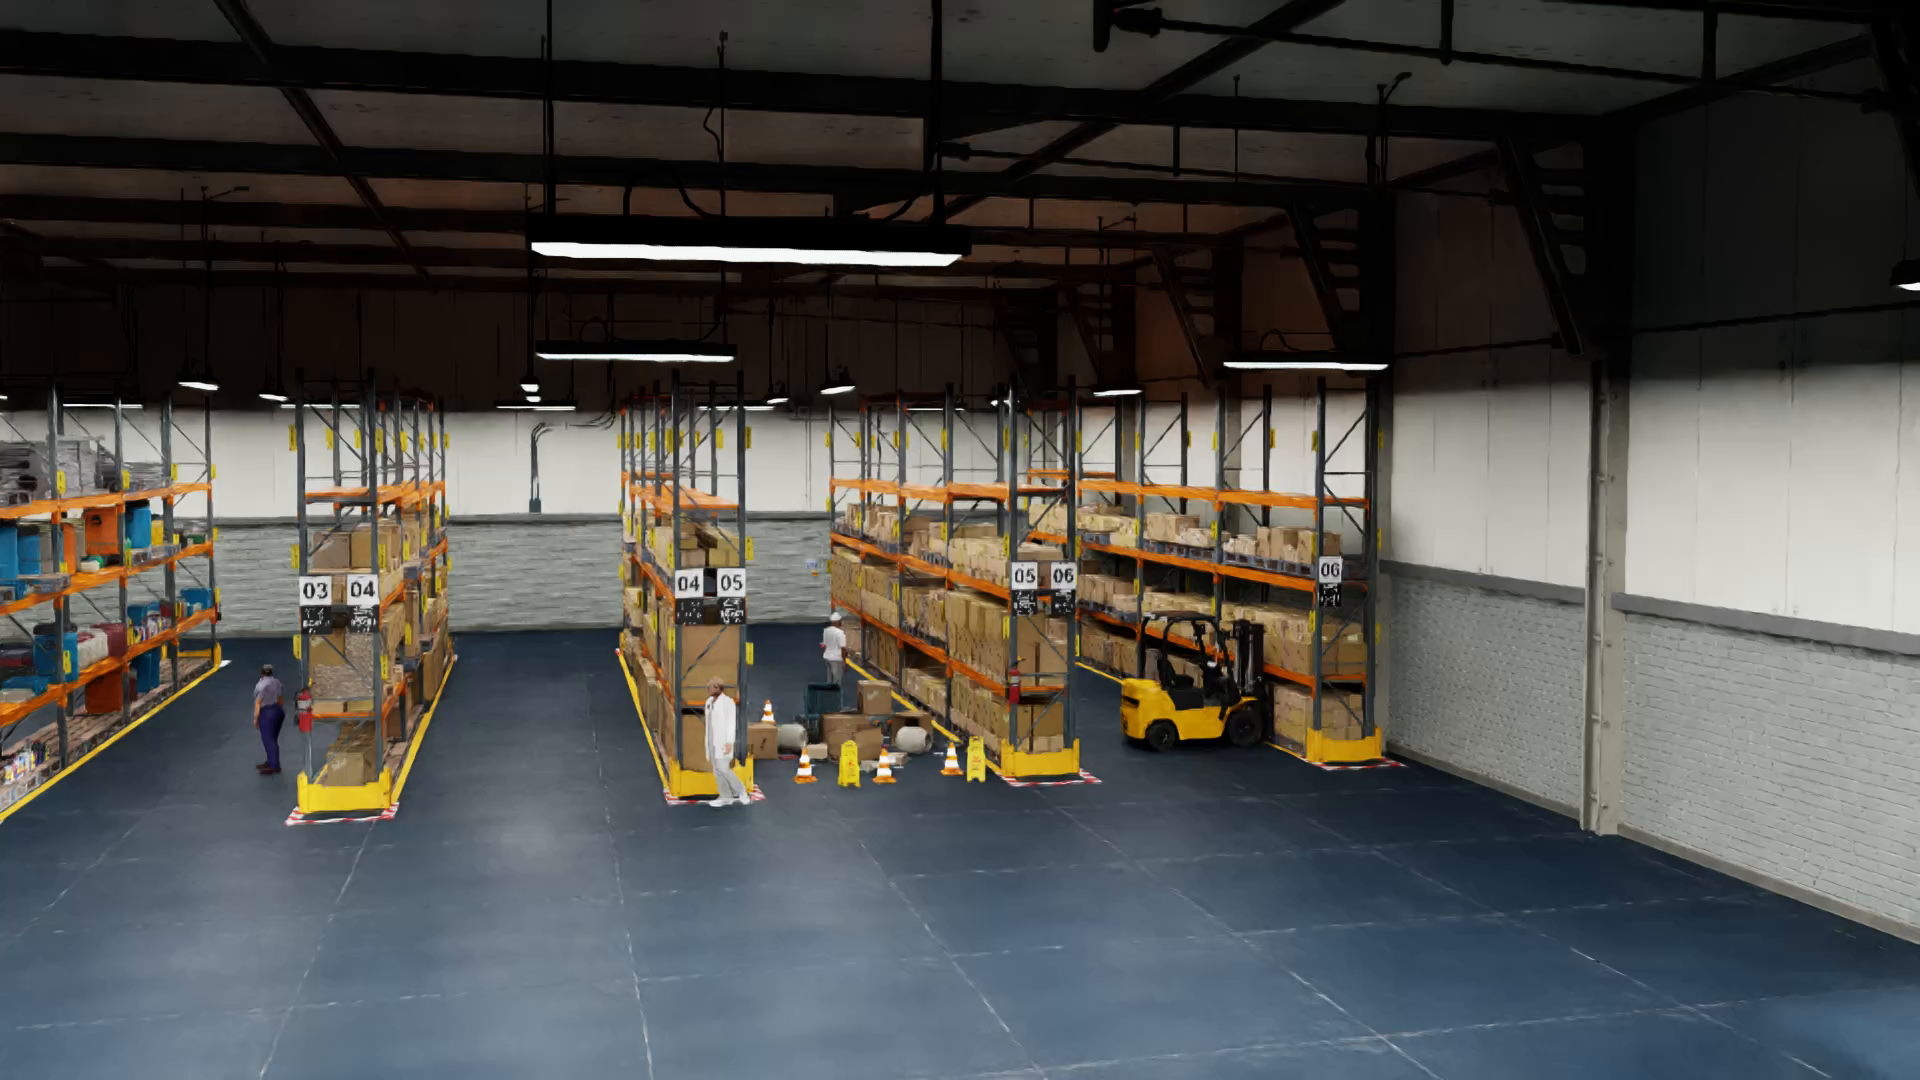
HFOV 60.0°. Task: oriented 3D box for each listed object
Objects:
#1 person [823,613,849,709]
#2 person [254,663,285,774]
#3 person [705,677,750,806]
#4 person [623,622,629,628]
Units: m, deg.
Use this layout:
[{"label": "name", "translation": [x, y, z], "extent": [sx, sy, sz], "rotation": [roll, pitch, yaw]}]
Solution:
[{"label": "person", "translation": [-2.298, 2.249, 31.081], "extent": [0.463, 1.764, 0.649], "rotation": [-3, 5, -44]}, {"label": "person", "translation": [-10.468, 2.670, 25.127], "extent": [0.562, 1.640, 0.612], "rotation": [1, 3, 11]}, {"label": "person", "translation": [-3.215, 2.752, 22.671], "extent": [0.759, 1.771, 0.529], "rotation": [3, 5, 42]}, {"label": "person", "translation": [-8.278, 1.684, 42.210], "extent": [0.505, 1.591, 0.934], "rotation": [0, 3, 7]}]
